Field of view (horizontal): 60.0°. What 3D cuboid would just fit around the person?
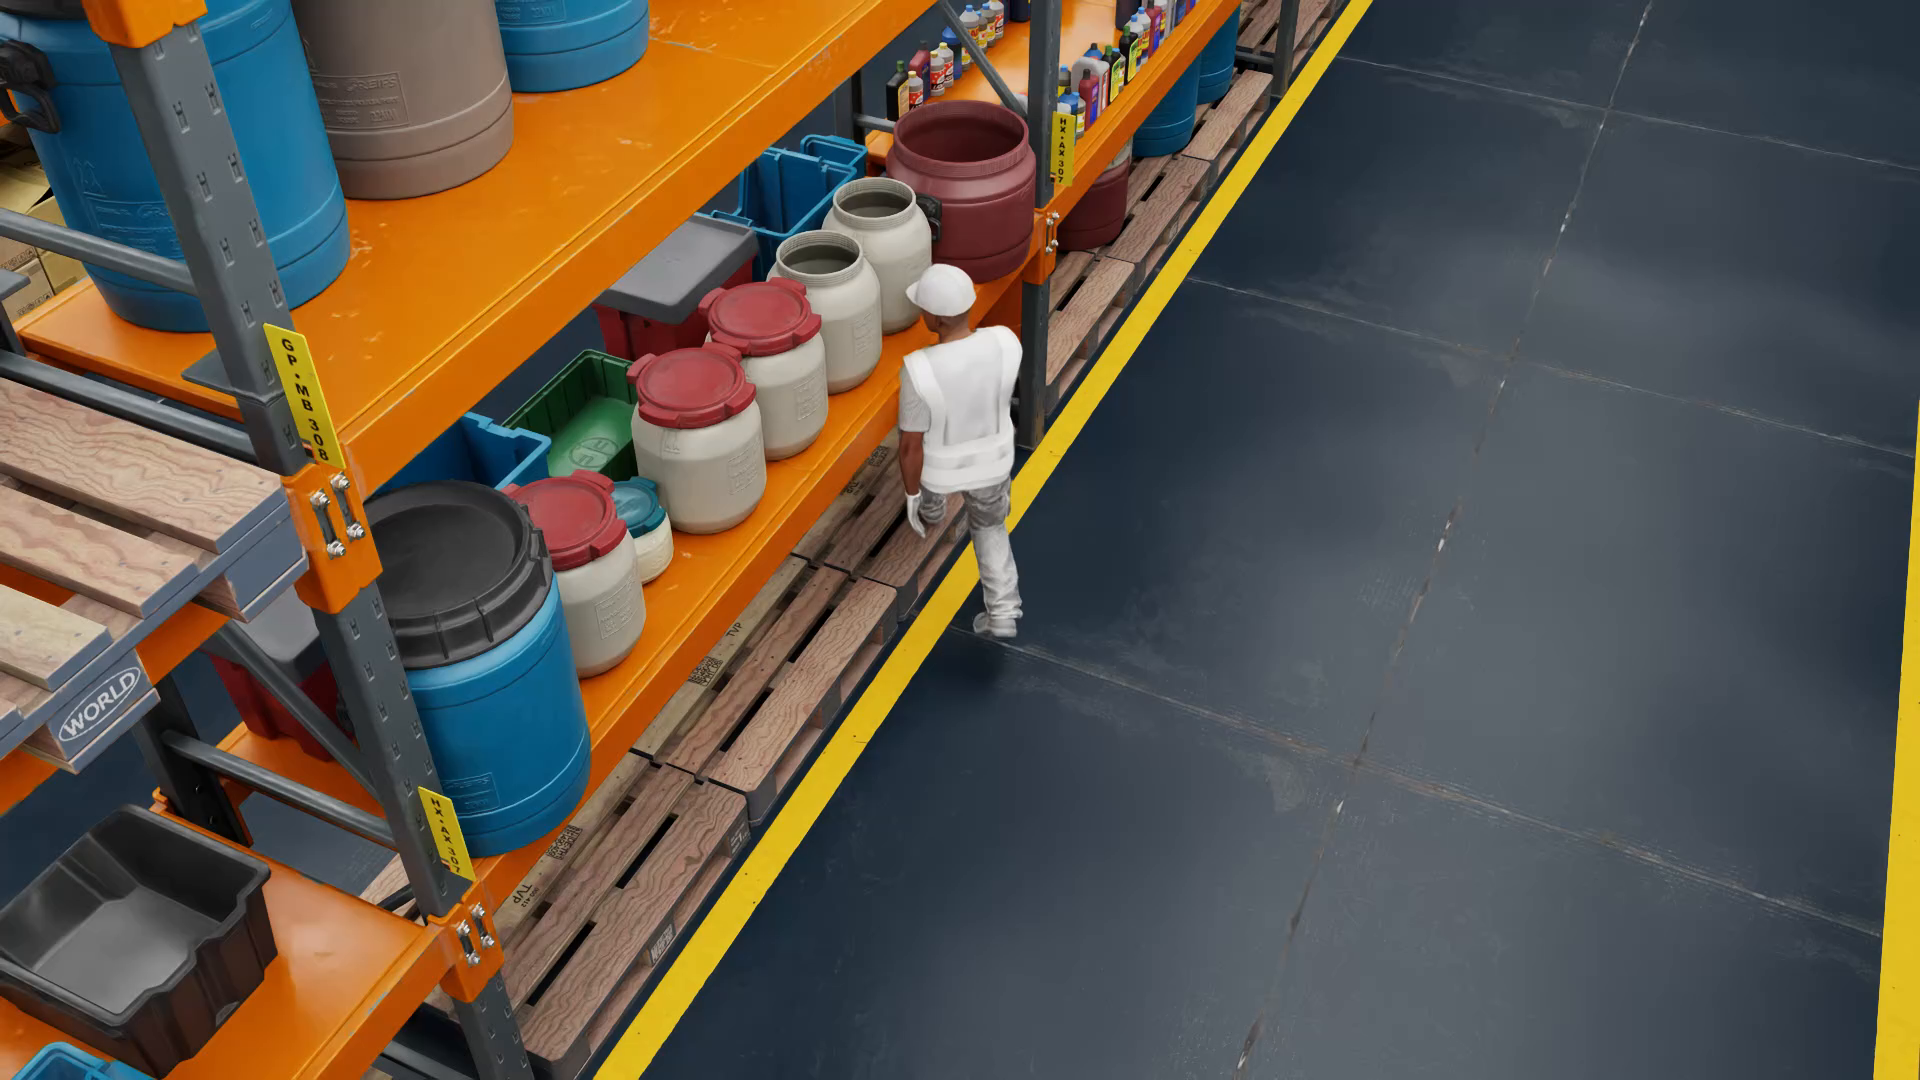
[{"bbox_3d":[-0.047,-0.428,6.636,0.519,1.591,1.046,-11,43,-12],"label":"person"}]
